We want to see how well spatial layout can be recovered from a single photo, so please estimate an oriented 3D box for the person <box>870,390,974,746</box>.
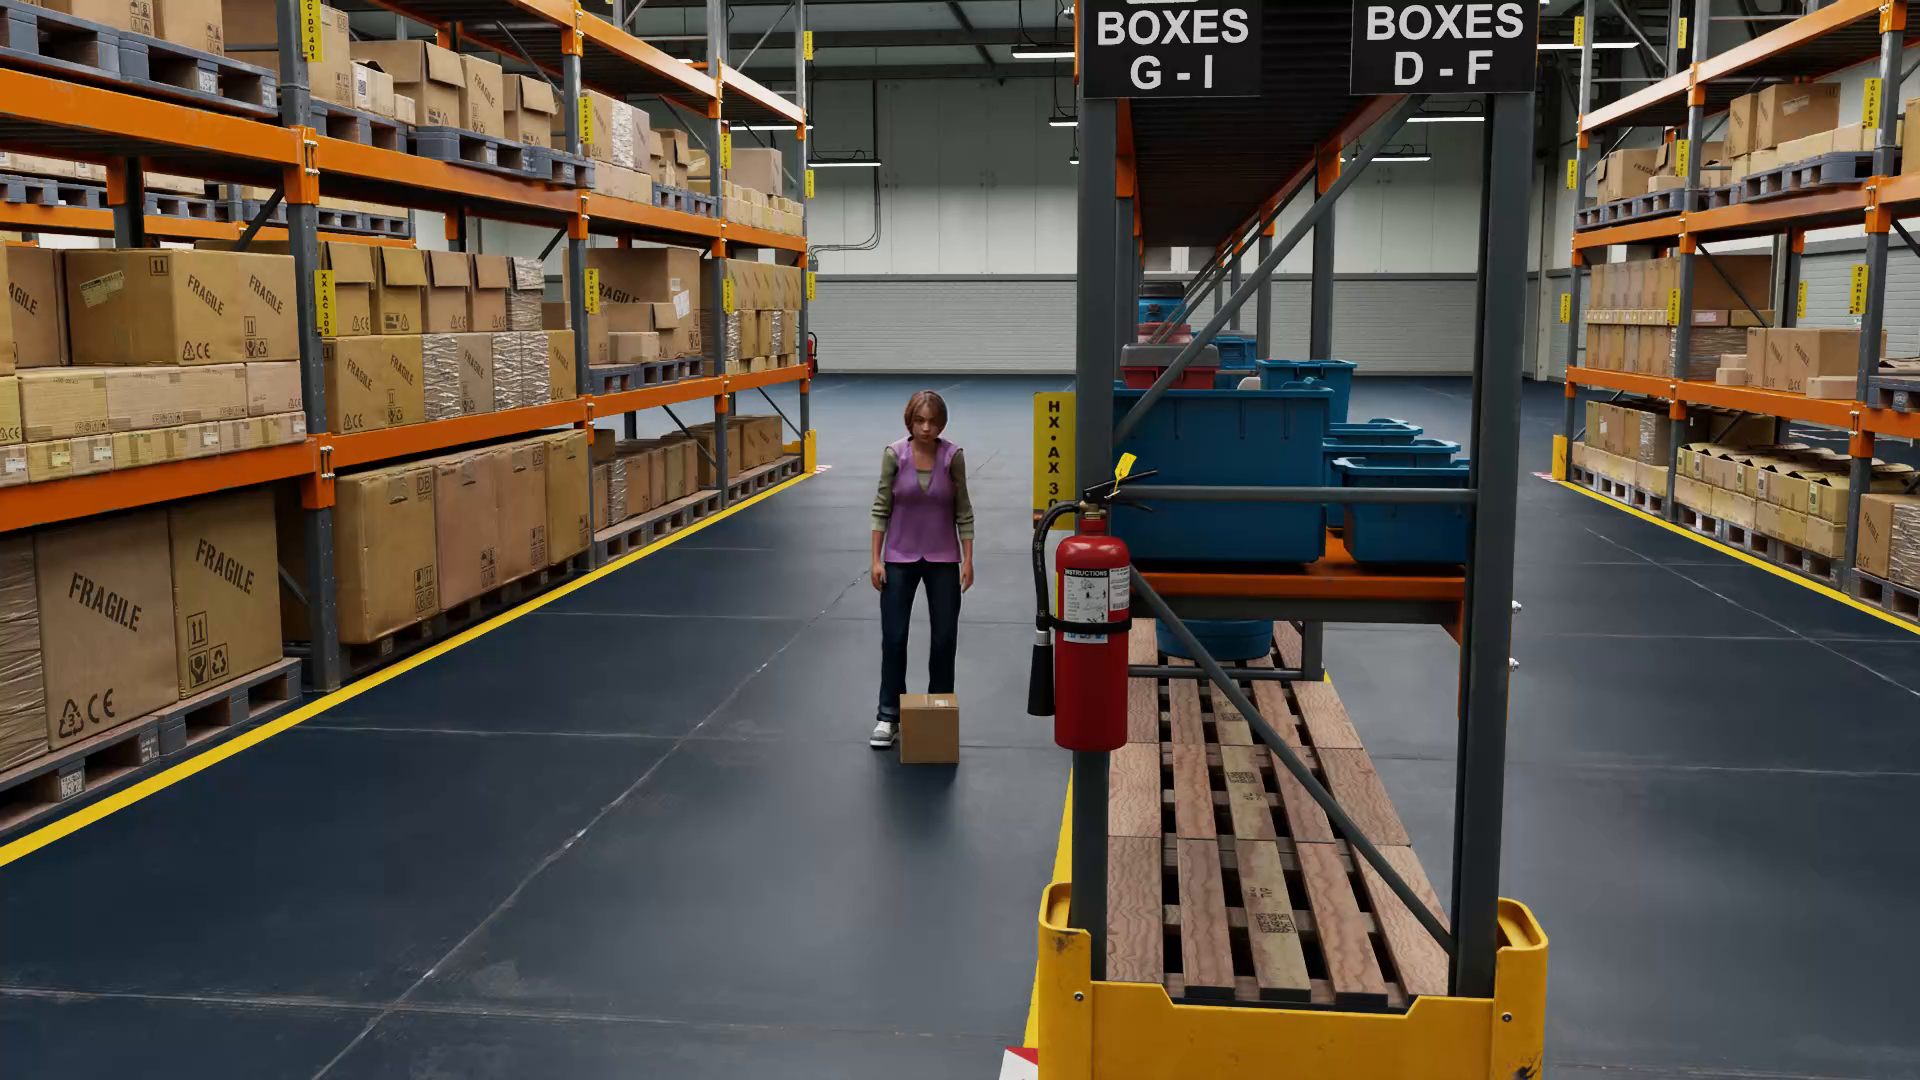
[{"bbox_3d":[-0.171,0.180,7.455,0.475,1.477,0.349,0,8,-3],"label":"person"}]
